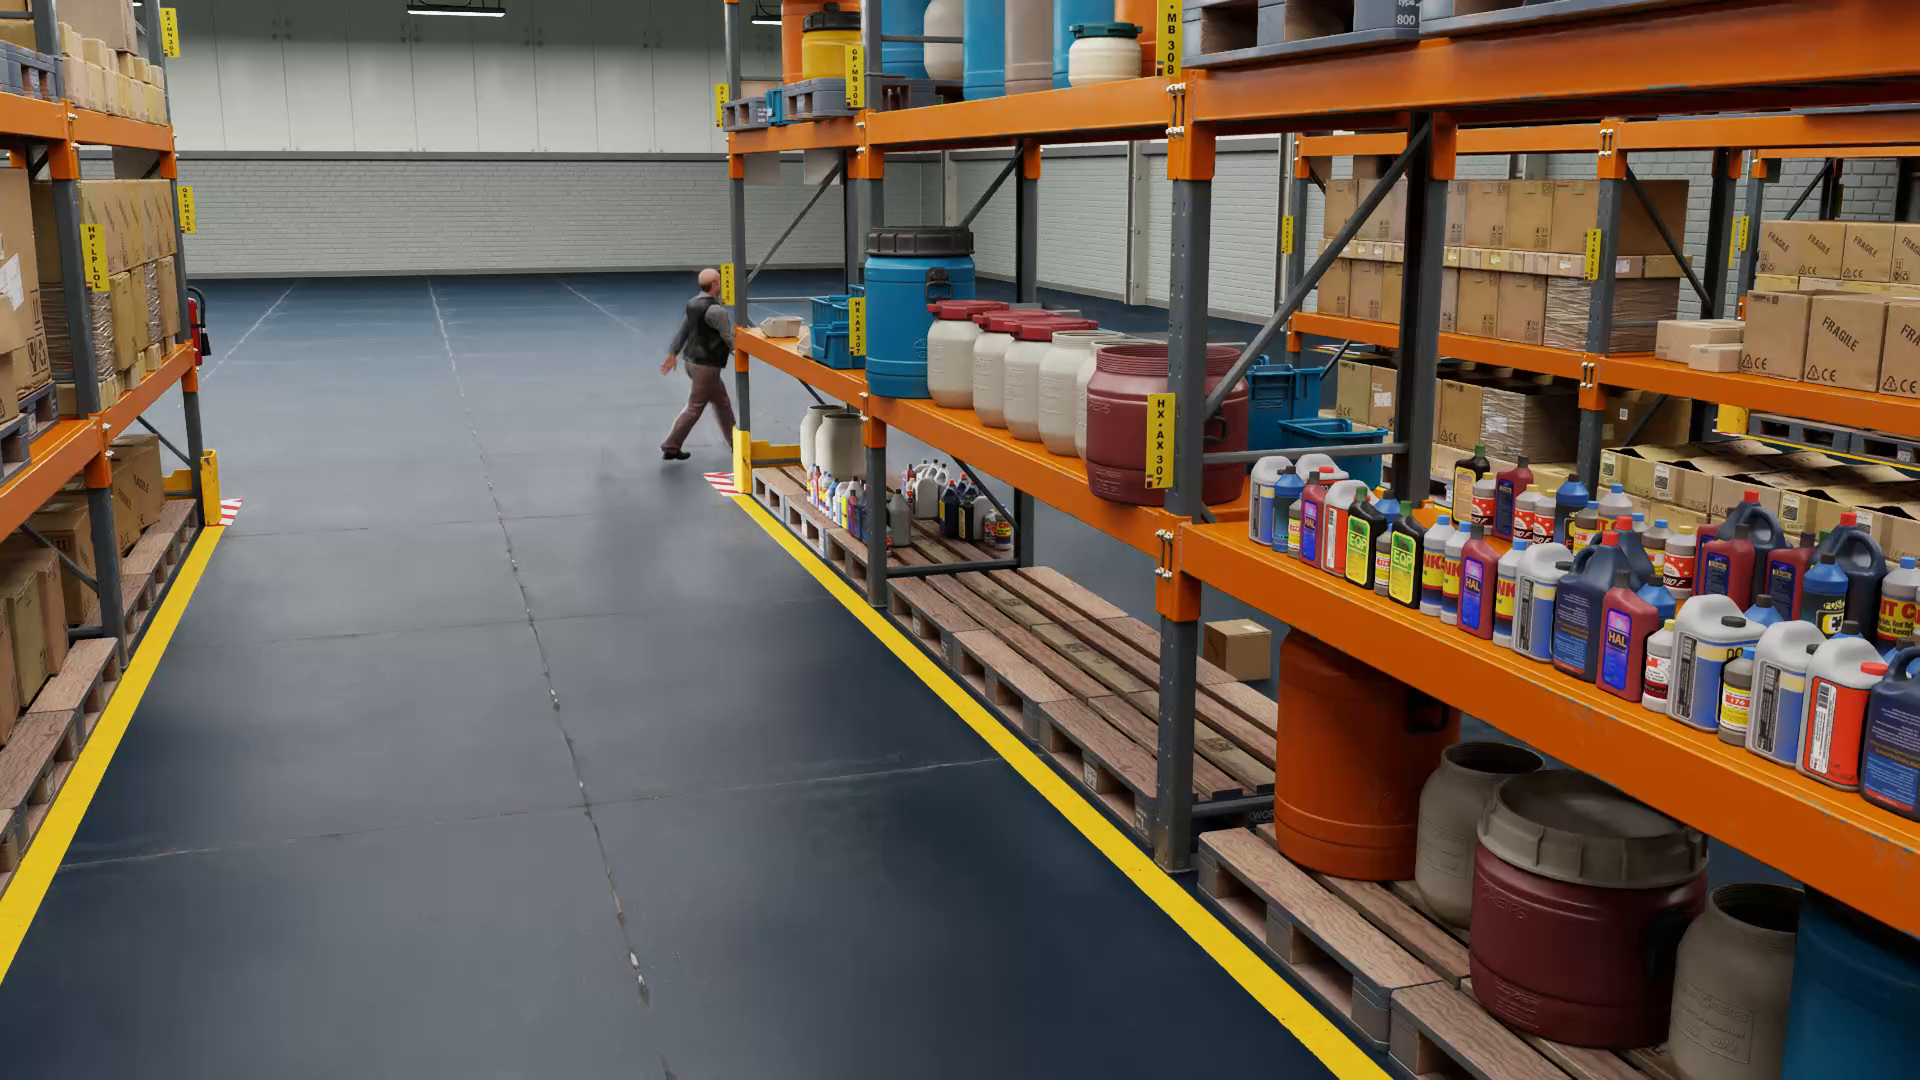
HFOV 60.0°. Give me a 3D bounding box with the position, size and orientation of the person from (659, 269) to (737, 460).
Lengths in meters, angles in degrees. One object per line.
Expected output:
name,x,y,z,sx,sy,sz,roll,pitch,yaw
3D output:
person,-2.180,-1.542,14.550,1.003,1.653,0.636,-7,14,-31
